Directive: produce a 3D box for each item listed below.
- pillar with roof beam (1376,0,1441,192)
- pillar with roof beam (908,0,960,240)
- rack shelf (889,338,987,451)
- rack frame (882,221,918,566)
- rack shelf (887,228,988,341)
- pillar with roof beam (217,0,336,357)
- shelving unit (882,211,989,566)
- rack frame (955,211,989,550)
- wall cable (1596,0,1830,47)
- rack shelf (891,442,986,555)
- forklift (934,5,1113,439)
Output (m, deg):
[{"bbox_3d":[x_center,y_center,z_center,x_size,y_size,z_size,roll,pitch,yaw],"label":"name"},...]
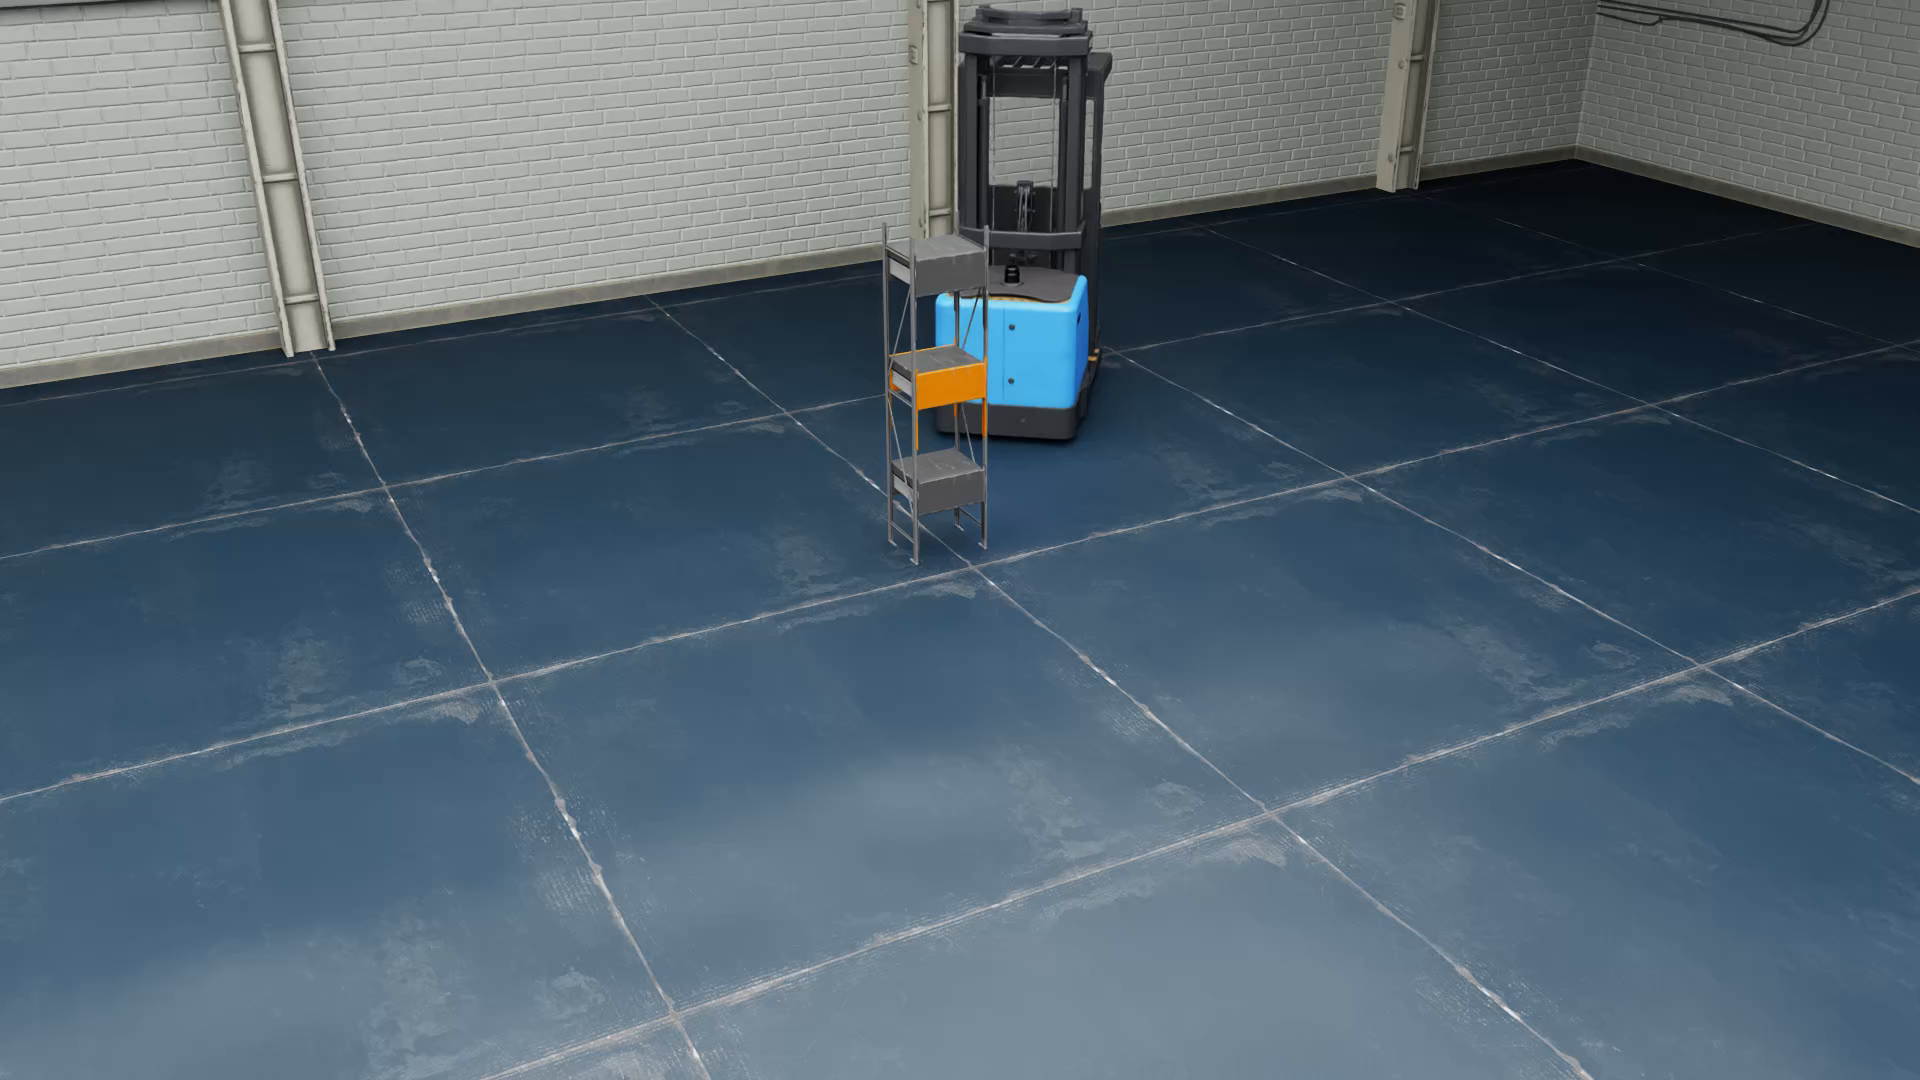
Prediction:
[{"bbox_3d":[7.072,-6.489,13.868,0.400,9.000,9.100,-13,29,-25],"label":"pillar with roof beam"},{"bbox_3d":[1.778,-5.267,11.323,0.400,9.000,9.100,-13,29,-25],"label":"pillar with roof beam"},{"bbox_3d":[-0.146,-0.901,10.231,0.480,0.518,0.431,-13,29,-25],"label":"rack shelf"},{"bbox_3d":[-0.361,-0.863,10.122,0.015,2.100,0.400,-13,29,-25],"label":"rack frame"},{"bbox_3d":[-0.146,-1.532,9.928,0.480,0.518,0.431,-13,29,-25],"label":"rack shelf"},{"bbox_3d":[-3.516,-4.045,8.778,0.400,9.000,9.100,-13,29,-25],"label":"pillar with roof beam"},{"bbox_3d":[-0.146,-0.913,10.225,0.503,2.100,0.431,-13,29,-25],"label":"shelving unit"},{"bbox_3d":[0.069,-0.963,10.329,0.015,2.100,0.400,-13,29,-25],"label":"rack frame"},{"bbox_3d":[8.268,-6.828,18.163,0.112,2.526,3.097,-13,29,-25],"label":"wall cable"},{"bbox_3d":[-0.146,-0.270,10.534,0.480,0.518,0.431,-13,29,-25],"label":"rack shelf"},{"bbox_3d":[0.565,-2.665,12.914,1.130,2.935,3.031,4,26,9],"label":"forklift"}]
